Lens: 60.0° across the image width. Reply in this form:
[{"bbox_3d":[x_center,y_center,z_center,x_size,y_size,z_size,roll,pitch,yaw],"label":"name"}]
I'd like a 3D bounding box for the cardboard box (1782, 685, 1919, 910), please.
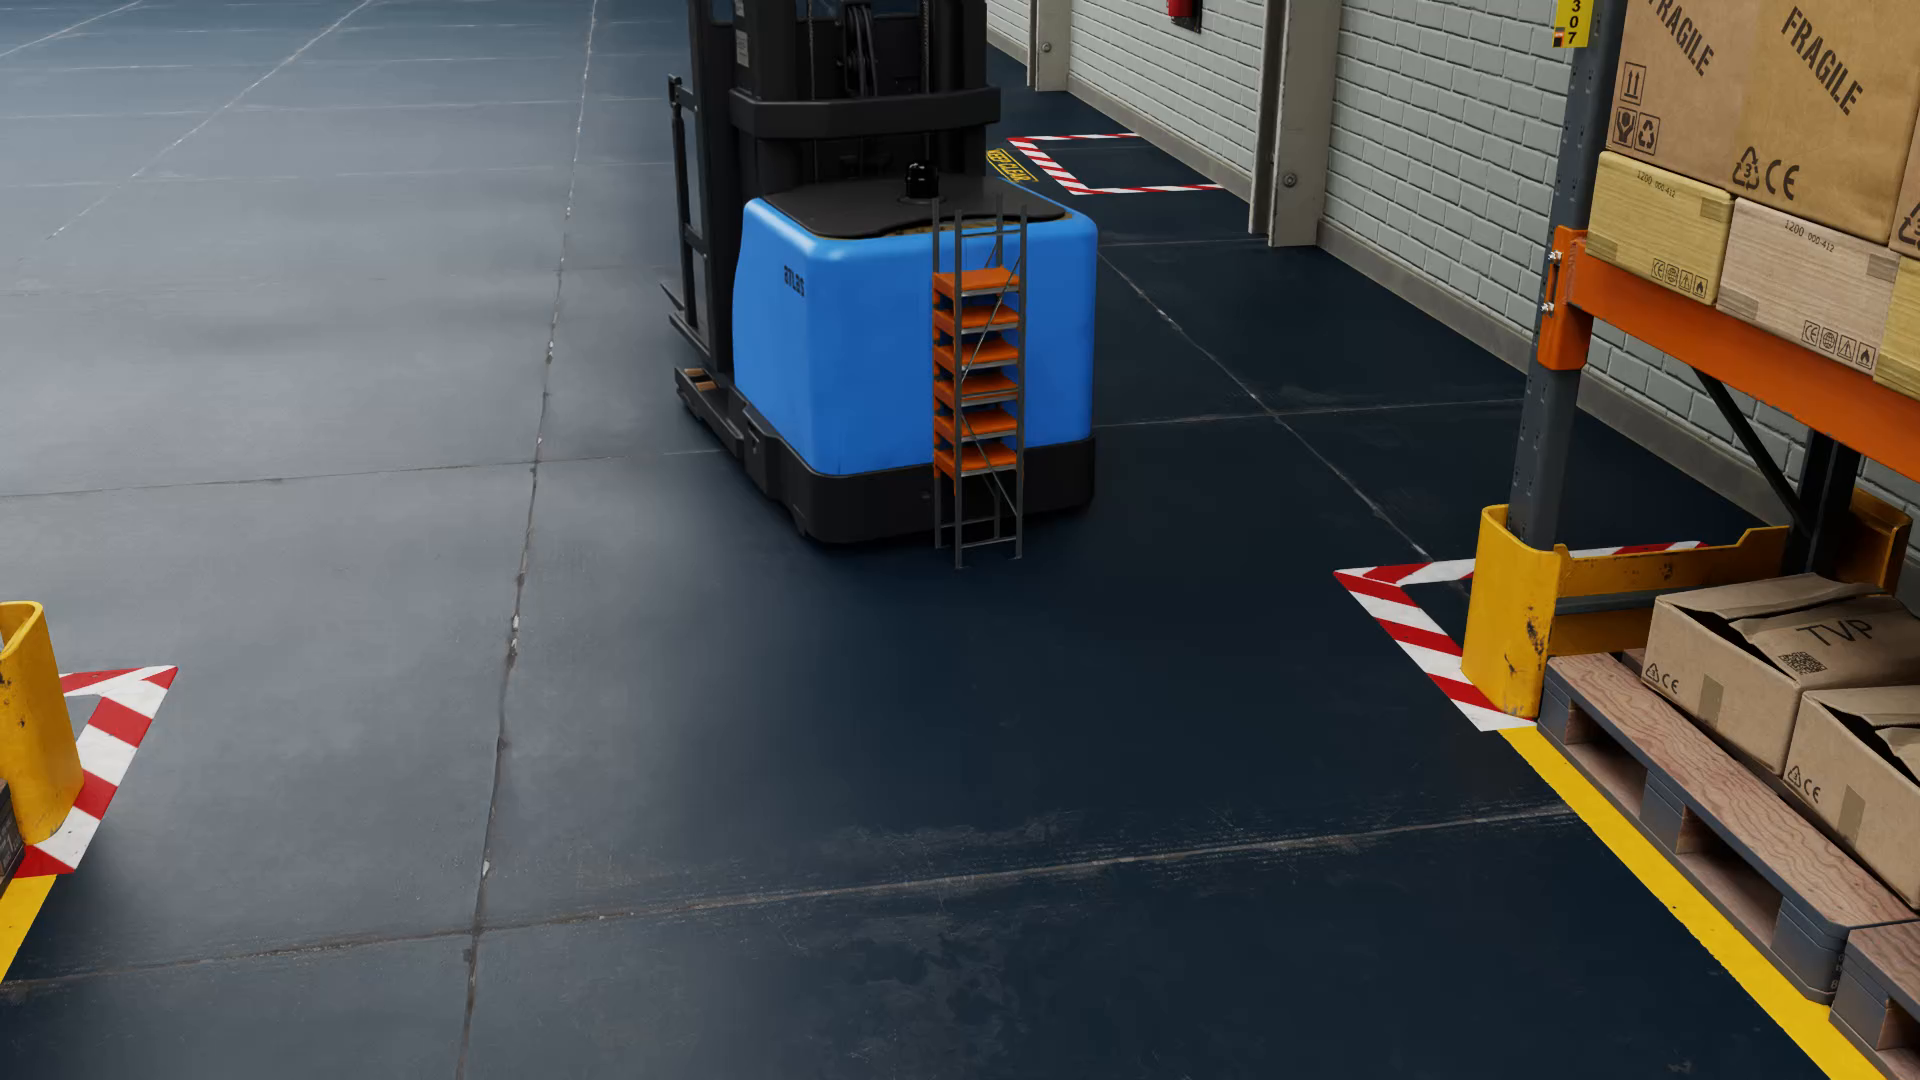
[{"bbox_3d":[2.195,0.517,3.627,0.500,0.311,0.500,-2,24,-5],"label":"cardboard box"}]

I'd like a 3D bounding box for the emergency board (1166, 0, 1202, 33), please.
[{"bbox_3d":[1.500,-4.140,11.481,0.194,1.169,0.643,-4,24,-10],"label":"emergency board"}]

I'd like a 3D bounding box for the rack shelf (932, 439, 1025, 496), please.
[{"bbox_3d":[0.061,-0.241,5.513,0.258,0.103,0.180,-9,25,-21],"label":"rack shelf"}]

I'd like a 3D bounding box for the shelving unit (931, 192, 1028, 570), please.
[{"bbox_3d":[0.061,-0.502,5.400,0.258,1.200,0.189,-9,25,-21],"label":"shelving unit"}]

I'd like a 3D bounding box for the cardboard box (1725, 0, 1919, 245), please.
[{"bbox_3d":[1.924,-0.895,3.277,0.500,0.500,0.500,-4,24,-10],"label":"cardboard box"}]

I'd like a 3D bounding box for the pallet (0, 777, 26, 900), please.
[{"bbox_3d":[-2.635,0.927,3.363,1.003,0.211,1.213,-4,24,-10],"label":"pallet"}]

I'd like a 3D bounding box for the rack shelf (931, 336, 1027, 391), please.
[{"bbox_3d":[0.061,-0.571,5.369,0.258,0.103,0.180,-9,25,-21],"label":"rack shelf"}]

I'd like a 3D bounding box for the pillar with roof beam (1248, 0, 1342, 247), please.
[{"bbox_3d":[-2.311,-5.596,7.319,9.100,9.000,0.400,-4,24,-10],"label":"pillar with roof beam"}]

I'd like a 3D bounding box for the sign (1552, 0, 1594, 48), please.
[{"bbox_3d":[1.517,-1.373,4.064,0.100,0.325,0.005,-4,24,-10],"label":"sign"}]

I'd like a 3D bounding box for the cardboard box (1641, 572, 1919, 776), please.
[{"bbox_3d":[2.089,0.293,4.141,0.500,0.311,0.500,-7,25,-16],"label":"cardboard box"}]

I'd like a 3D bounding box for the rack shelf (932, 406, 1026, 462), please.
[{"bbox_3d":[0.061,-0.351,5.465,0.258,0.103,0.180,-9,25,-21],"label":"rack shelf"}]

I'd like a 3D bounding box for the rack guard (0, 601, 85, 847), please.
[{"bbox_3d":[-2.822,0.488,4.008,1.175,0.500,0.348,-4,24,-10],"label":"rack guard"}]

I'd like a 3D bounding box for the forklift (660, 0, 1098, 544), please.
[{"bbox_3d":[-0.558,-1.891,6.418,1.130,2.935,3.031,-9,25,-21],"label":"forklift"}]

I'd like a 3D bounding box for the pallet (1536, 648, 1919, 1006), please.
[{"bbox_3d":[2.179,0.614,4.081,1.003,0.211,1.213,-4,24,-10],"label":"pallet"}]

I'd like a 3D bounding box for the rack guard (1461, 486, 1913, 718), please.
[{"bbox_3d":[2.064,0.159,4.761,1.175,0.500,0.348,-4,24,-10],"label":"rack guard"}]

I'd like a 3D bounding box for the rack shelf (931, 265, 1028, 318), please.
[{"bbox_3d":[0.061,-0.791,5.273,0.258,0.103,0.180,-9,25,-21],"label":"rack shelf"}]

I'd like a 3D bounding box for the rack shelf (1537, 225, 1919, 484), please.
[{"bbox_3d":[2.420,0.100,2.672,1.077,0.370,4.000,-4,24,-10],"label":"rack shelf"}]

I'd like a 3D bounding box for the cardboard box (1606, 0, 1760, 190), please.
[{"bbox_3d":[1.843,-1.090,3.724,0.500,0.500,0.500,-4,24,-10],"label":"cardboard box"}]

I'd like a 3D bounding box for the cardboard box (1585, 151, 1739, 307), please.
[{"bbox_3d":[1.828,-0.741,3.862,0.500,0.250,0.500,-5,24,-11],"label":"cardboard box"}]

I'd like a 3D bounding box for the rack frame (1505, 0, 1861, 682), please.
[{"bbox_3d":[2.050,-1.016,4.329,1.000,3.000,0.127,-4,24,-10],"label":"rack frame"}]

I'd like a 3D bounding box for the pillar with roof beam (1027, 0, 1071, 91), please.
[{"bbox_3d":[-3.420,-7.956,12.722,9.100,9.000,0.400,-4,24,-10],"label":"pillar with roof beam"}]

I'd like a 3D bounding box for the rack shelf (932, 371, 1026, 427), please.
[{"bbox_3d":[0.061,-0.461,5.417,0.258,0.103,0.180,-9,25,-21],"label":"rack shelf"}]

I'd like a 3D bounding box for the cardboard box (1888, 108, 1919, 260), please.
[{"bbox_3d":[2.014,-0.692,2.811,0.500,0.500,0.500,-5,24,-11],"label":"cardboard box"}]

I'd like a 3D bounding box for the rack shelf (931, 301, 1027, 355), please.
[{"bbox_3d":[0.061,-0.681,5.321,0.258,0.103,0.180,-9,25,-21],"label":"rack shelf"}]

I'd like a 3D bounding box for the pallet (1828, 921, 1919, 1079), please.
[{"bbox_3d":[2.401,1.093,2.985,1.003,0.211,1.213,-4,24,-10],"label":"pallet"}]

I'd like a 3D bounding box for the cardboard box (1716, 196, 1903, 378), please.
[{"bbox_3d":[1.938,-0.538,3.397,0.500,0.250,0.500,-5,24,-11],"label":"cardboard box"}]

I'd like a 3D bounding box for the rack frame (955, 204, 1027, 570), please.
[{"bbox_3d":[0.096,-0.468,5.322,0.240,1.200,0.006,-9,25,-21],"label":"rack frame"}]

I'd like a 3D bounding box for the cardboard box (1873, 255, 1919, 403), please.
[{"bbox_3d":[2.026,-0.337,2.937,0.500,0.250,0.500,-5,24,-11],"label":"cardboard box"}]

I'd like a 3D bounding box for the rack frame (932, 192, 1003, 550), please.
[{"bbox_3d":[0.026,-0.535,5.477,0.240,1.200,0.006,-9,25,-21],"label":"rack frame"}]
